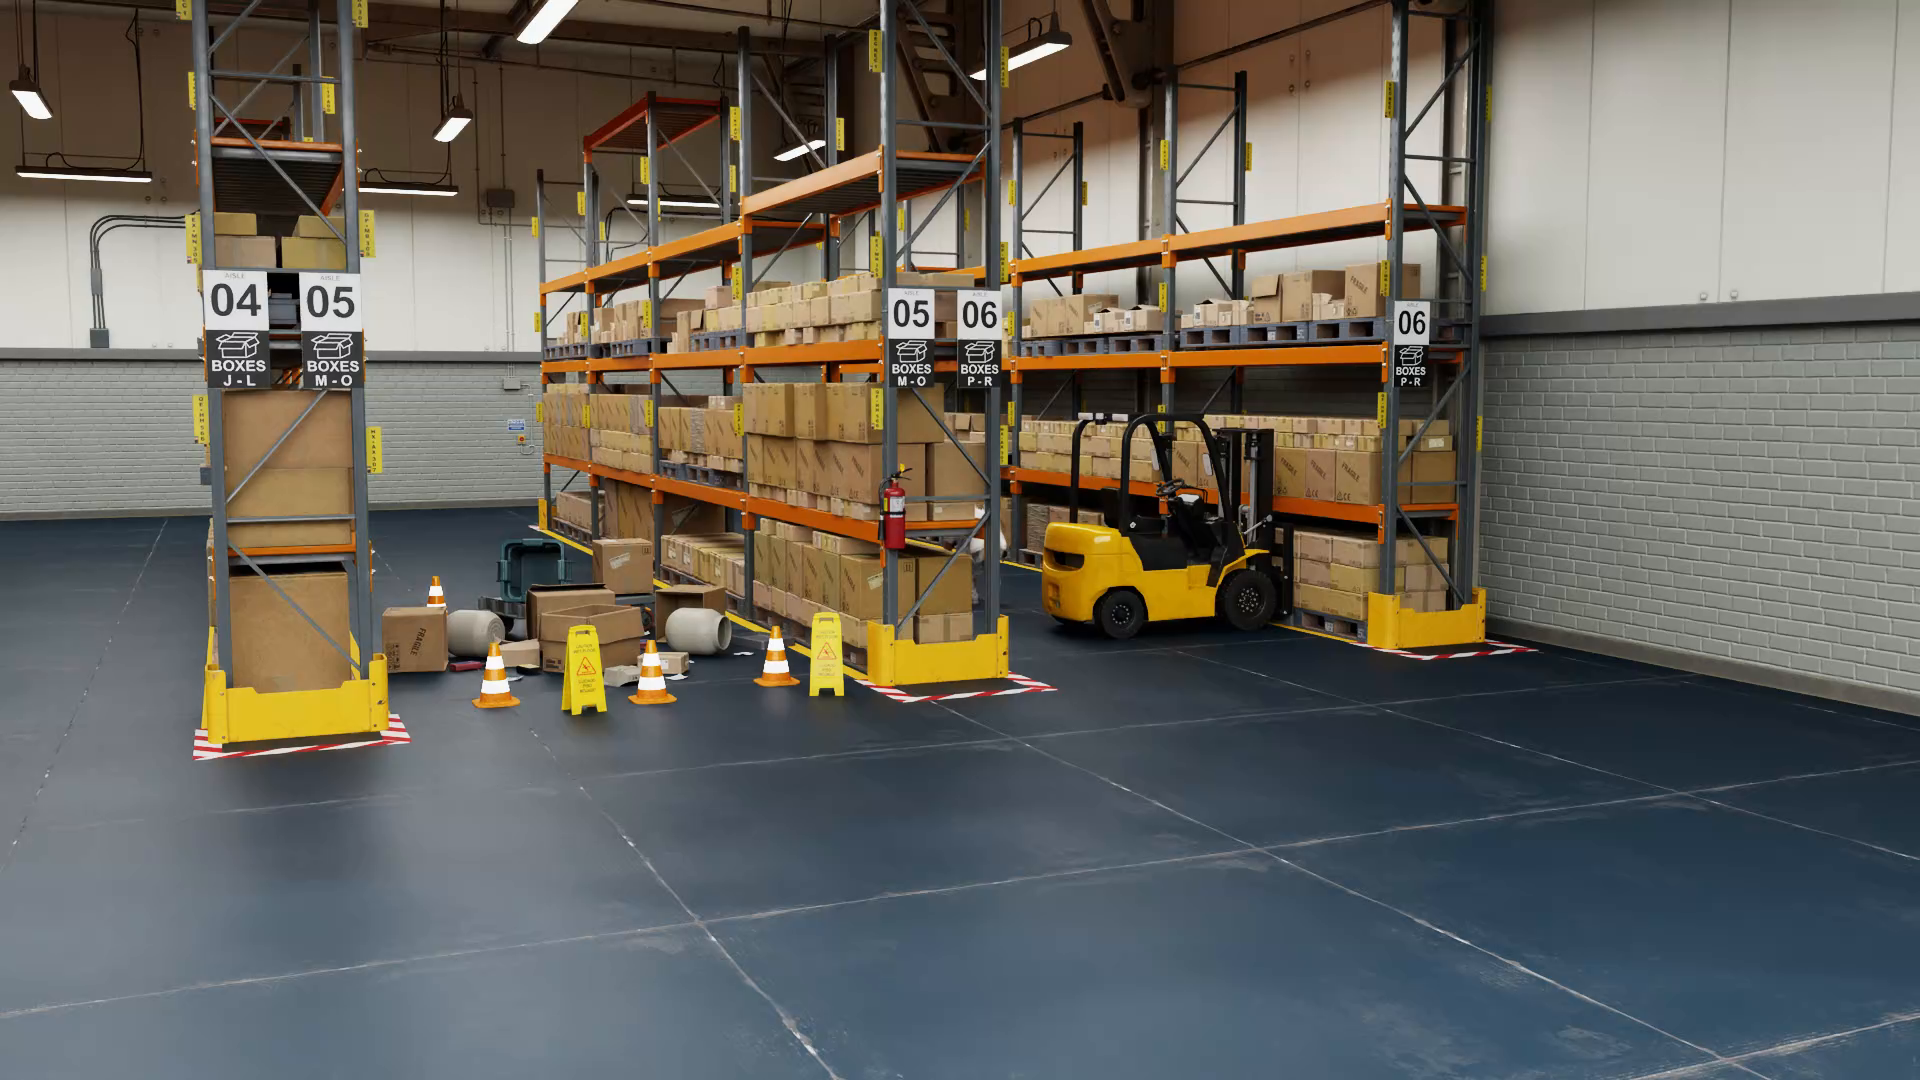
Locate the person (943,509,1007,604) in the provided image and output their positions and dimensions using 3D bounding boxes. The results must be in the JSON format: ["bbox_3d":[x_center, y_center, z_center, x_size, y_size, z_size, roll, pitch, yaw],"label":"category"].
[{"bbox_3d":[0.156,0.132,18.660,0.592,1.140,0.867,-2,6,-24],"label":"person"}]
